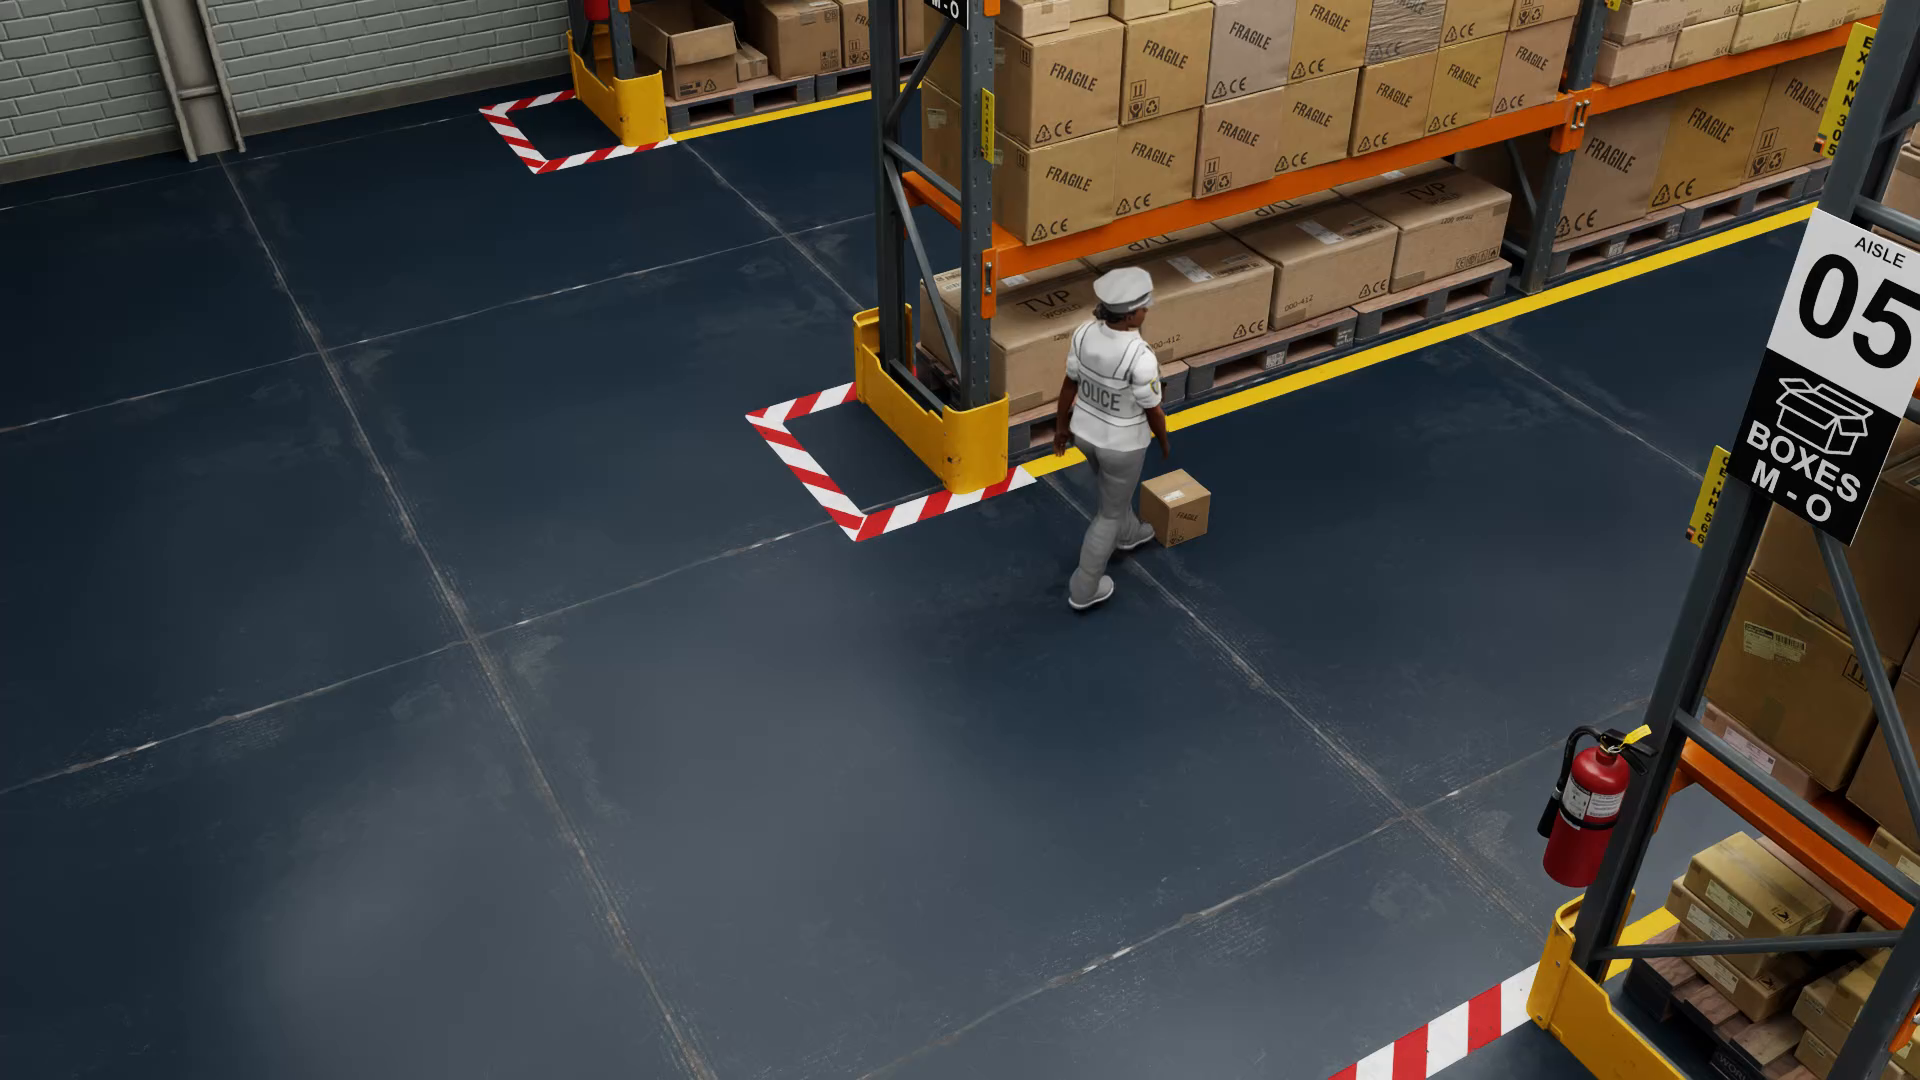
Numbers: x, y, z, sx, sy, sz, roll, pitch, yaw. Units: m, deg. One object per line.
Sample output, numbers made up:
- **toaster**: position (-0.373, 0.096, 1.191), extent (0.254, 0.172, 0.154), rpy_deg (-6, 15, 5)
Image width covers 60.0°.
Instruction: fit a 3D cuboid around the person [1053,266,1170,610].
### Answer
- **person**: position (0.761, -0.504, 7.573), extent (0.764, 1.662, 0.494), rpy_deg (-28, 45, -32)
